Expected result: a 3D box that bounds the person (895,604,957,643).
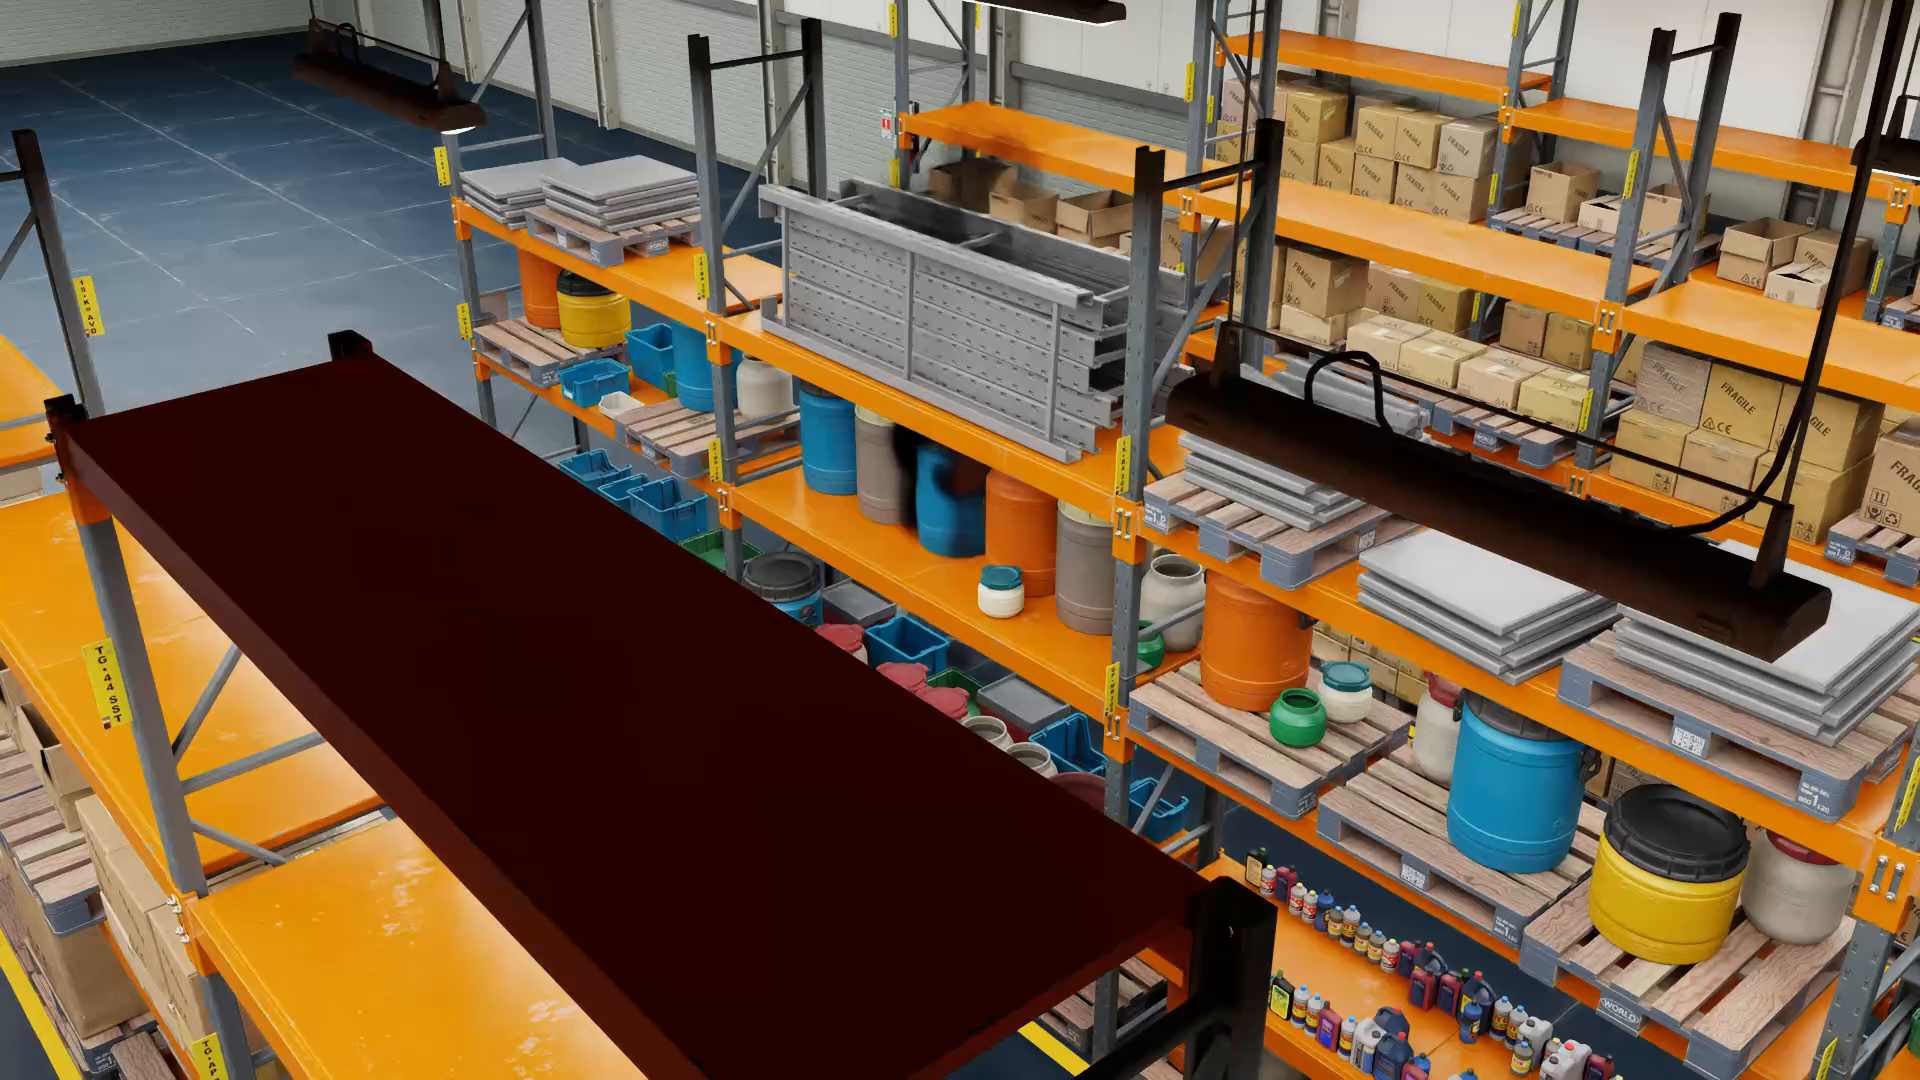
[{"bbox_3d":[-0.364,0.205,15.269,0.940,1.683,0.550,23,35,37],"label":"person"}]
